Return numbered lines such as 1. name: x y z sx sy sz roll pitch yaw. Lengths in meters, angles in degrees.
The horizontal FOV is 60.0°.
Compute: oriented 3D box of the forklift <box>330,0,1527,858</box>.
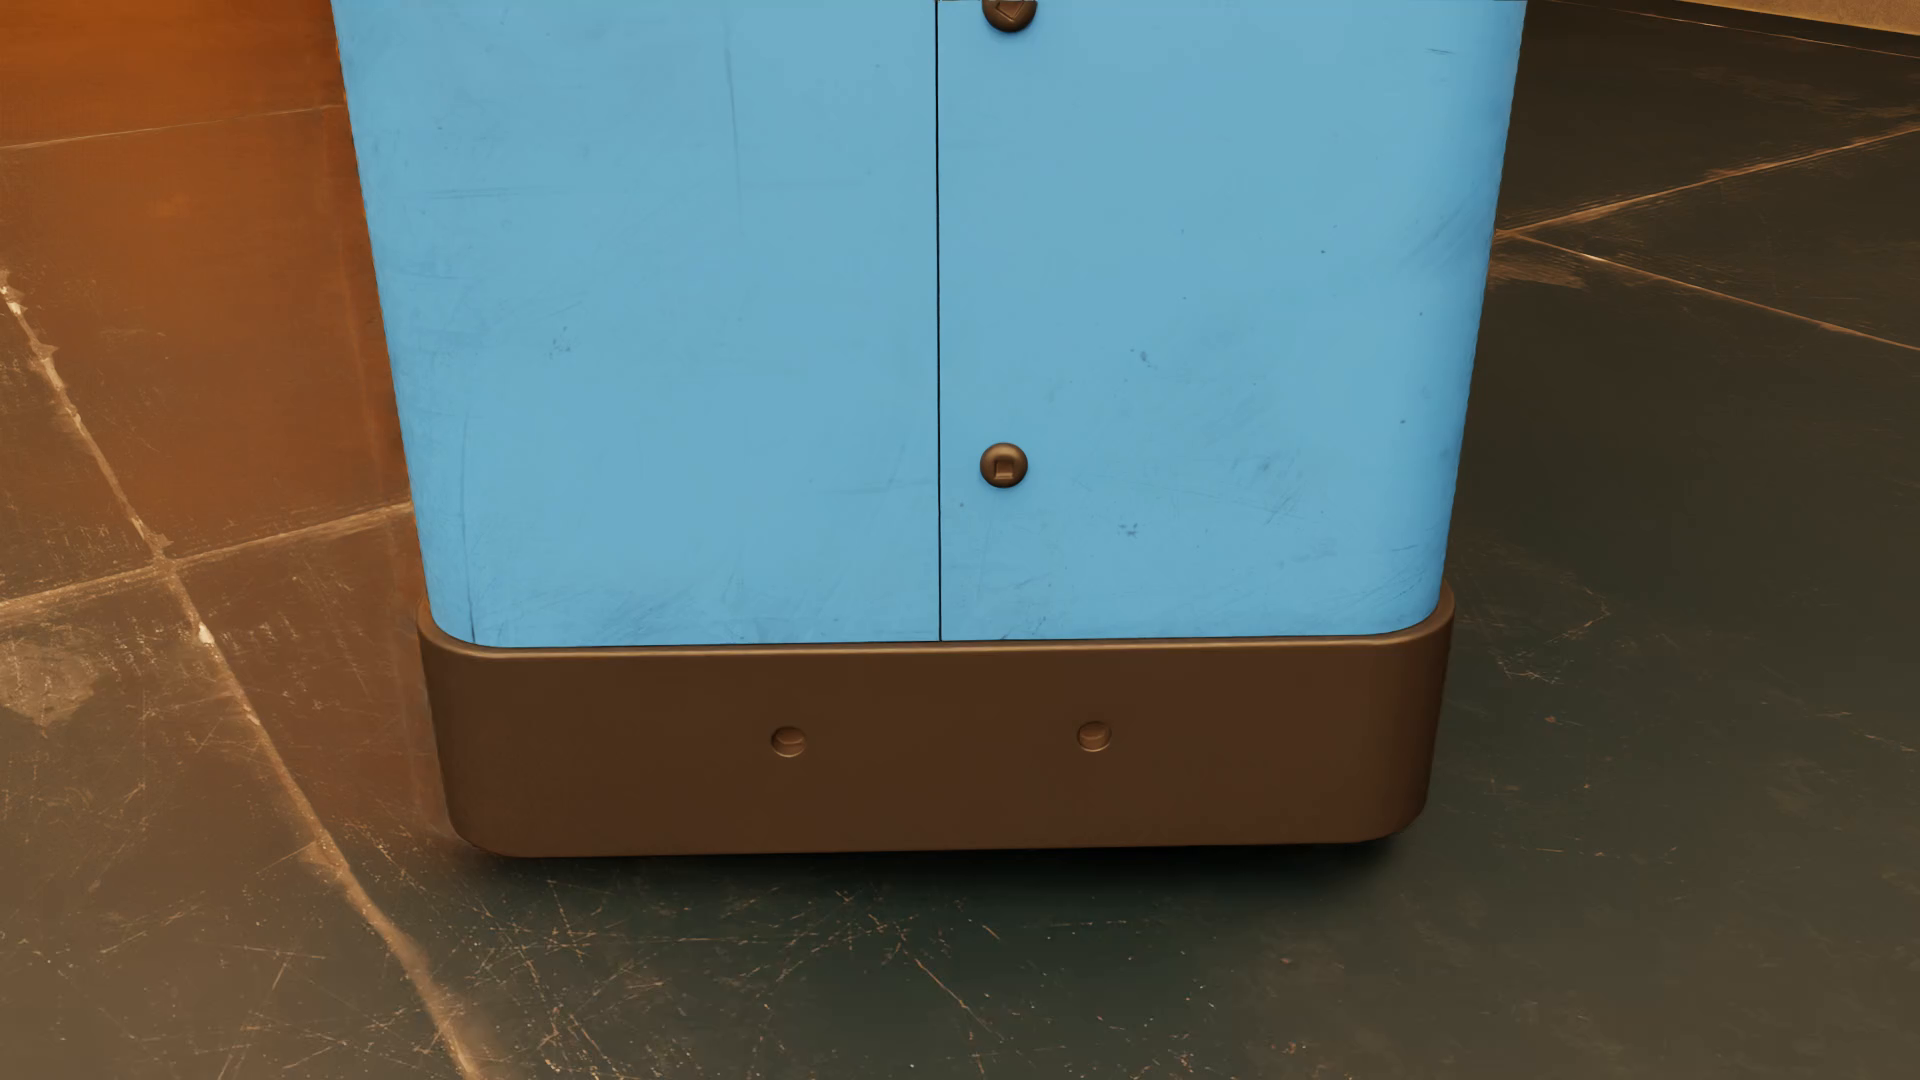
1. forklift: -0.063 -1.606 2.432 1.130 2.935 3.031 -1 27 -2
